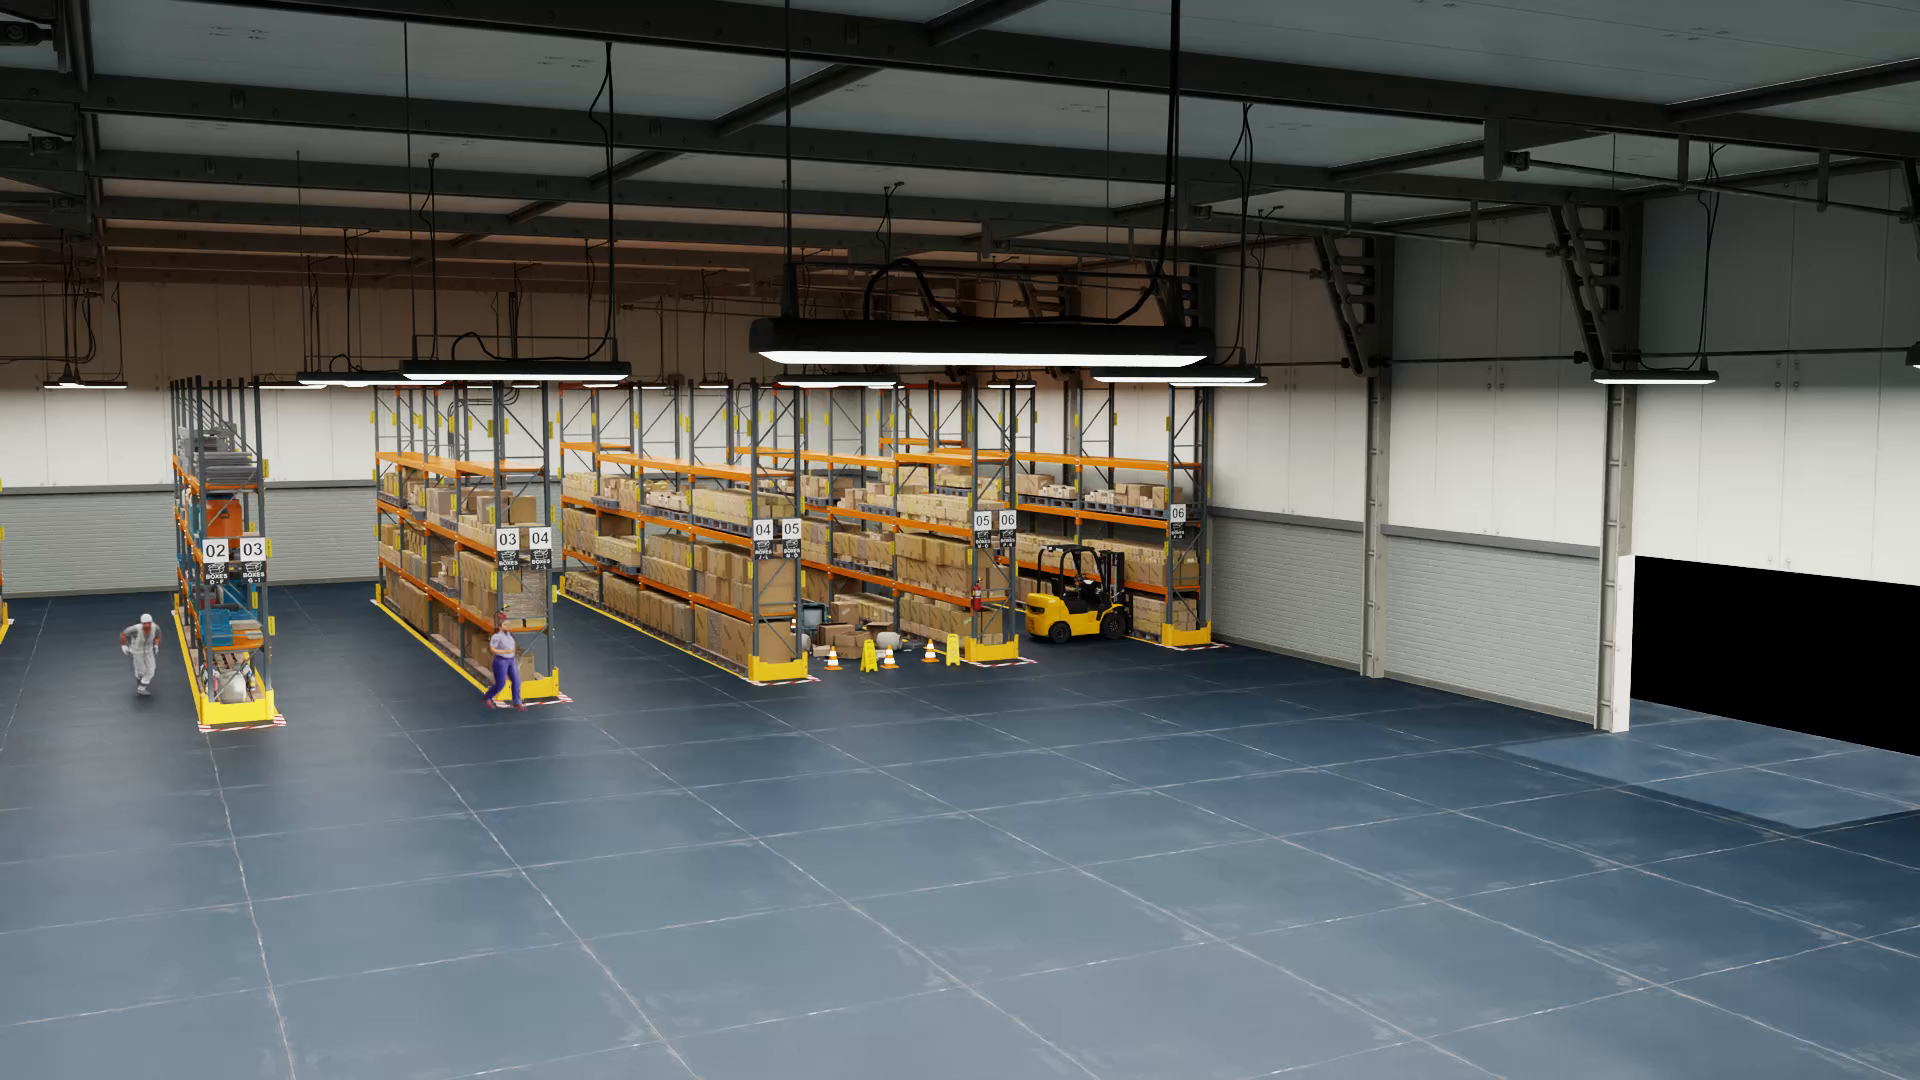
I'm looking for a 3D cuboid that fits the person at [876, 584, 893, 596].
[{"bbox_3d":[-2.062,0.706,46.588,0.631,1.811,0.827,-4,6,-36],"label":"person"}]

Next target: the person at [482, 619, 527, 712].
[{"bbox_3d":[-8.202,2.250,29.842,0.817,1.674,0.608,2,6,24],"label":"person"}]

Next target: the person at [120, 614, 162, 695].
[{"bbox_3d":[-15.437,2.156,31.357,0.685,1.582,0.900,-5,7,-43],"label":"person"}]

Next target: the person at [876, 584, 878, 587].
[{"bbox_3d":[-2.631,0.663,48.255,0.609,1.627,0.980,-5,7,-44],"label":"person"}]
